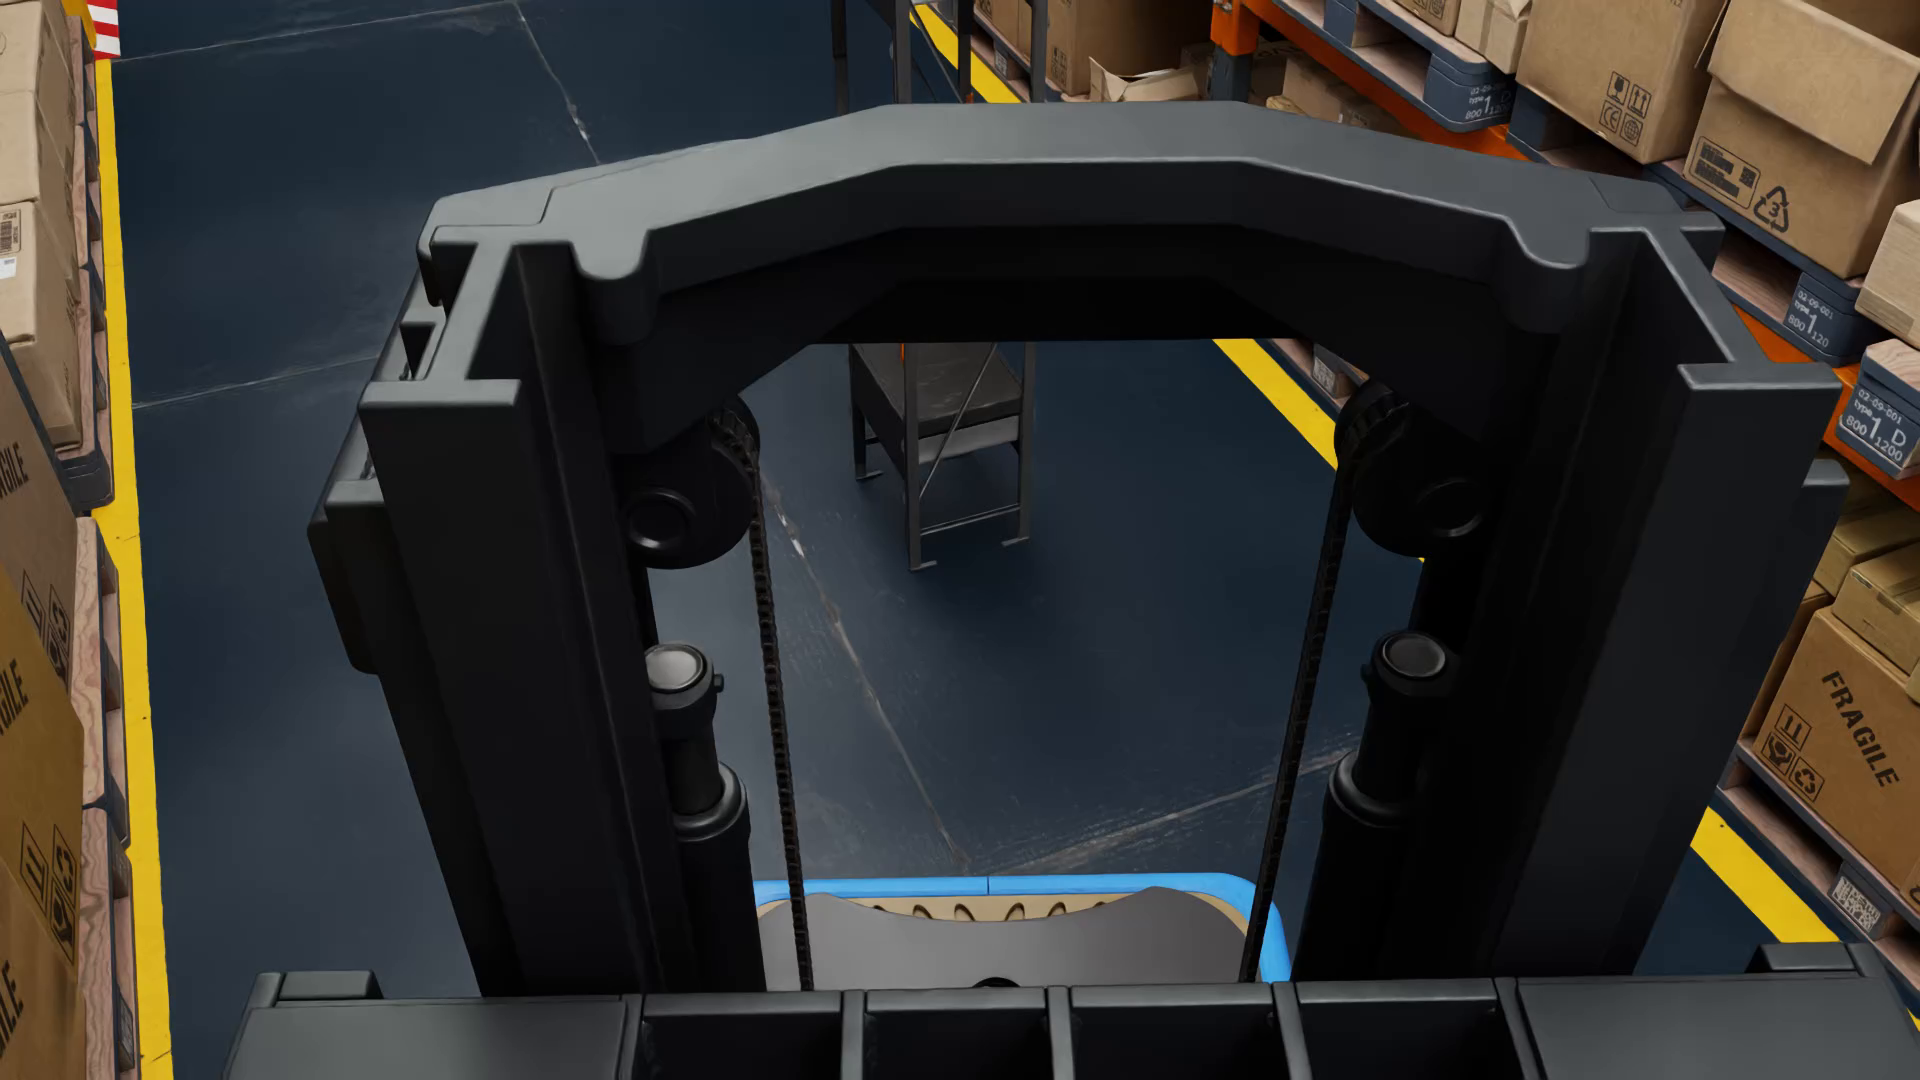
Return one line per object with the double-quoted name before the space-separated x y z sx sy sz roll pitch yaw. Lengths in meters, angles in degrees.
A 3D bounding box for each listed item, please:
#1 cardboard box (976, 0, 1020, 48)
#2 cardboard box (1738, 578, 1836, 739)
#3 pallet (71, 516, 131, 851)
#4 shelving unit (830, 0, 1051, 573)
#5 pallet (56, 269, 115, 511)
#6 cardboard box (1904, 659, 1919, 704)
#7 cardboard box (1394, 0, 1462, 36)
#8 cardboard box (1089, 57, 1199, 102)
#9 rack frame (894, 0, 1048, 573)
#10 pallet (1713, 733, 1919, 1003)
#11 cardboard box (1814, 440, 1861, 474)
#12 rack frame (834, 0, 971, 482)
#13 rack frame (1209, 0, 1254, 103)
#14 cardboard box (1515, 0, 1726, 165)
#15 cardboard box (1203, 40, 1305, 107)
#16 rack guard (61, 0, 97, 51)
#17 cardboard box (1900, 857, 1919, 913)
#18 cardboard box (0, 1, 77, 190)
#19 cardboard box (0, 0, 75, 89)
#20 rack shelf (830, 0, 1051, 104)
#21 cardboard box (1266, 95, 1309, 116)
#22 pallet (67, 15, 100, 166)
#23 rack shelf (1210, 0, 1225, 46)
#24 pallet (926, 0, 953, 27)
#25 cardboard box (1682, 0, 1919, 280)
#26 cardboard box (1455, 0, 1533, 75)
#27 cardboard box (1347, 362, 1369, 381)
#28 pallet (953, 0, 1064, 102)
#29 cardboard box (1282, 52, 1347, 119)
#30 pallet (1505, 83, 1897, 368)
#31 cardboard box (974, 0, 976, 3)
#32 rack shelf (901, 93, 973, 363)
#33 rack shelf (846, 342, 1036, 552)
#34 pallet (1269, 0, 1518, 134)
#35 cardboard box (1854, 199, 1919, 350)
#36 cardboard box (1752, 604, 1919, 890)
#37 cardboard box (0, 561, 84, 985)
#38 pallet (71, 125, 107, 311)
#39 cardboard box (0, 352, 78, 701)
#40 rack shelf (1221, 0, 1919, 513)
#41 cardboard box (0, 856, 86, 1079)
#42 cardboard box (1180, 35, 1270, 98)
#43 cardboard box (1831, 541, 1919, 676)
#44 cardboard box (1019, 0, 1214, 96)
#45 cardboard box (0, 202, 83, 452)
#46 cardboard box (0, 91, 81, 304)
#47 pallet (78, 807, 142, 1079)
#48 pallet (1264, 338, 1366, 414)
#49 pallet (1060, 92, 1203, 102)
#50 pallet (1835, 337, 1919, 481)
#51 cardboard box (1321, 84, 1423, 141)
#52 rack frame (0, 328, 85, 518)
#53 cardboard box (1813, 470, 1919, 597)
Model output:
"cardboard box" 0.395 -2.614 7.585 0.500 0.500 0.500 -14 43 -16
"cardboard box" 2.164 0.125 4.399 0.500 0.500 0.500 -13 42 -15
"pallet" -2.842 0.490 4.518 1.003 0.211 1.213 -15 43 -17
"shelving unit" -0.063 -0.896 4.681 0.431 2.100 0.503 -15 43 -17
"pallet" -3.425 -0.433 5.592 1.003 0.211 1.213 -15 43 -17
"cardboard box" 2.352 0.308 3.689 0.380 0.149 0.250 -17 44 -19
"cardboard box" 1.555 -1.791 4.634 0.700 0.500 0.500 -15 43 -16
"cardboard box" 0.757 -1.853 6.879 0.396 0.266 0.258 -14 43 -15
"rack frame" 0.030 -0.749 4.510 0.400 2.100 0.015 -15 43 -17
"pallet" 2.658 0.754 4.211 1.003 0.211 1.213 -15 43 -17
"cardboard box" 2.137 -0.182 4.259 0.380 0.149 0.250 -16 43 -17
"rack frame" -0.157 -1.043 4.852 0.400 2.100 0.015 -15 43 -17
"rack frame" 1.378 -2.253 5.570 1.000 3.000 0.127 -15 43 -17
"cardboard box" 1.855 -1.319 4.084 0.700 0.500 0.500 -15 43 -17
"cardboard box" 1.344 -1.850 6.841 0.500 0.311 0.500 -14 43 -15
"rack guard" -4.746 -2.489 7.761 1.175 0.500 0.348 -15 43 -17
"cardboard box" 2.548 0.744 3.680 0.500 0.500 0.500 -14 43 -16
"cardboard box" -4.034 -1.688 6.556 0.875 0.438 0.875 -14 43 -16
"cardboard box" -4.392 -2.238 7.194 0.875 0.438 0.875 -17 43 -18
"rack shelf" -0.063 -1.416 4.234 0.431 0.518 0.480 -15 43 -17
"cardboard box" 1.269 -1.428 5.708 0.380 0.149 0.250 -13 42 -15
"pallet" -4.359 -1.903 7.301 1.003 0.211 1.213 -15 43 -17
"rack shelf" 0.613 -3.185 7.205 1.077 0.370 4.000 -15 43 -17
"pallet" 0.183 -3.080 8.670 1.003 0.211 1.213 -15 43 -17
"cardboard box" 2.113 -0.979 3.687 0.797 0.503 0.637 -16 43 -18
"cardboard box" 1.555 -1.429 4.392 0.396 0.266 0.258 -13 42 -15
"cardboard box" 1.568 -0.799 5.474 0.500 0.500 0.500 -16 43 -17
"pallet" 0.646 -2.346 7.816 1.003 0.211 1.213 -15 43 -17
"cardboard box" 1.325 -1.556 5.629 0.380 0.149 0.250 -16 43 -18
"pallet" 2.160 -0.941 4.191 1.003 0.211 1.213 -15 43 -17
"cardboard box" 0.285 -2.958 7.984 0.700 0.500 0.500 -13 42 -15
"rack shelf" -0.063 -0.885 4.690 0.431 0.518 0.480 -15 43 -17
"rack shelf" -0.063 -0.355 5.147 0.431 0.518 0.480 -15 43 -17
"pallet" 1.583 -1.672 5.041 1.003 0.211 1.213 -15 43 -17
"cardboard box" 2.206 -0.501 3.325 0.500 0.250 0.500 -17 44 -19
"cardboard box" 2.366 0.440 4.033 0.500 0.500 0.500 -16 43 -17
"cardboard box" -2.543 0.529 3.641 0.875 0.875 0.875 -14 43 -16
"pallet" -3.896 -1.169 6.448 1.003 0.211 1.213 -15 43 -17
"cardboard box" -2.895 -0.013 4.272 0.875 0.875 0.875 -14 43 -16
"rack shelf" 2.143 -0.776 4.403 1.077 0.370 4.000 -15 43 -17
"cardboard box" -2.201 1.068 3.015 0.875 0.875 0.875 -15 43 -16
"cardboard box" 1.178 -2.050 7.198 0.380 0.149 0.250 -16 43 -17
"cardboard box" 2.292 0.138 3.886 0.380 0.149 0.250 -16 43 -18
"cardboard box" 0.682 -2.332 7.257 0.700 0.500 0.500 -17 43 -18
"cardboard box" -3.348 -0.606 5.297 0.875 0.438 0.875 -16 43 -17
"cardboard box" -3.691 -1.145 5.924 0.875 0.438 0.875 -16 43 -18
"pallet" -2.371 1.227 3.662 1.003 0.211 1.213 -15 43 -17
"pallet" 1.724 -0.715 5.920 1.003 0.211 1.213 -15 43 -17
"pallet" 1.116 -1.610 6.960 1.003 0.211 1.213 -15 43 -17
"pallet" 2.584 -0.162 3.285 1.213 0.211 1.003 -15 43 -17
"cardboard box" 1.413 -1.397 5.443 0.380 0.149 0.250 -17 44 -19
"rack frame" -3.207 -1.013 4.127 1.000 3.000 0.127 -15 43 -17
"cardboard box" 2.233 -0.032 4.084 0.380 0.149 0.250 -14 43 -16
